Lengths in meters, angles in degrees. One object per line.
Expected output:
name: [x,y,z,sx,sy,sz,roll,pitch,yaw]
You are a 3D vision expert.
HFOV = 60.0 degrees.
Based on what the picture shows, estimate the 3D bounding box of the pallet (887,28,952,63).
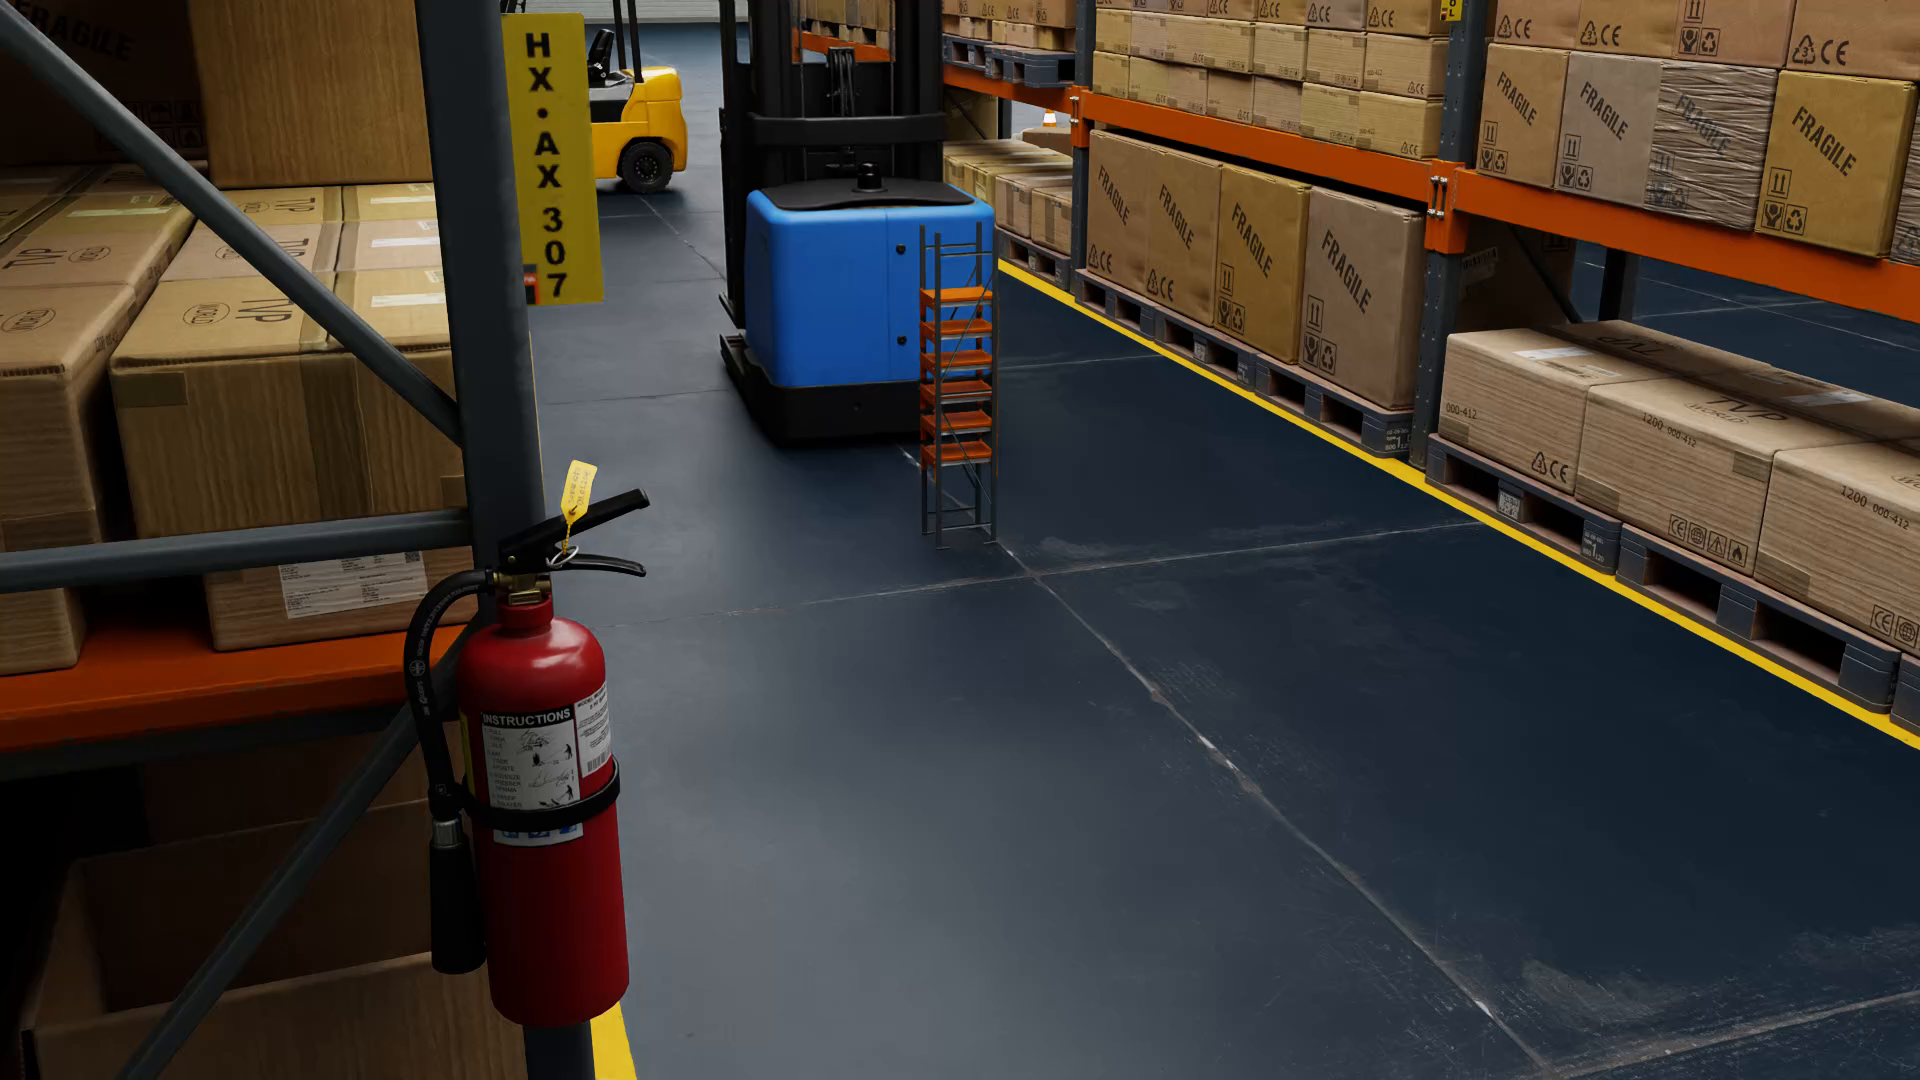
pallet: [0.058,-3.993,13.381,1.003,0.211,1.213,-6,21,-17]

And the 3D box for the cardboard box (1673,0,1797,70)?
cardboard box: [2.693,-1.788,5.330,0.500,0.500,0.500,-6,21,-16]

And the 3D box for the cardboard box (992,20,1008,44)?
cardboard box: [0.441,-3.543,11.594,0.380,0.149,0.250,-6,21,-16]

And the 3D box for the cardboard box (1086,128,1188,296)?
cardboard box: [1.352,-2.028,10.147,0.875,0.875,0.875,-7,21,-18]

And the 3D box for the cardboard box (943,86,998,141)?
cardboard box: [0.027,-3.819,14.948,0.500,0.500,0.500,-5,20,-15]

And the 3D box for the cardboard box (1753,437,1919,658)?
cardboard box: [3.130,0.021,5.090,0.875,0.438,0.875,-6,21,-16]

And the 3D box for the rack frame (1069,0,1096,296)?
rack frame: [1.213,-3.061,10.501,1.000,3.000,0.127,-6,21,-17]

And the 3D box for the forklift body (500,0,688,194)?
forklift body: [-3.684,-4.285,15.165,2.313,2.155,1.214,-6,21,-17]

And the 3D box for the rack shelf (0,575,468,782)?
rack shelf: [-1.612,-0.268,3.790,1.077,0.370,4.000,-6,21,-17]

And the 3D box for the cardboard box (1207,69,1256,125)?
cardboard box: [1.624,-2.317,8.650,0.500,0.250,0.500,-6,21,-17]

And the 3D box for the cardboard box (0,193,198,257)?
cardboard box: [-1.692,-0.479,3.094,0.500,0.250,0.500,-6,21,-15]

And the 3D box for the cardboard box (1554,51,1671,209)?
cardboard box: [2.524,-1.484,5.962,0.500,0.500,0.500,-6,21,-17]

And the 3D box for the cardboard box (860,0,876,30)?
cardboard box: [-0.588,-4.812,14.788,0.500,0.500,0.500,-6,21,-15]

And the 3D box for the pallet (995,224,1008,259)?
pallet: [0.589,-2.390,12.759,1.003,0.211,1.213,-6,21,-17]

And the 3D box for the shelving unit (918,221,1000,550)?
shelving unit: [-0.005,-0.569,6.227,0.258,1.200,0.189,-6,21,-17]

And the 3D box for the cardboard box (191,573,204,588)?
cardboard box: [-0.950,-0.058,2.512,0.380,0.149,0.250,-6,21,-16]

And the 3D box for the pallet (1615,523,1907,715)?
pallet: [3.022,0.180,5.604,1.003,0.211,1.213,-6,21,-17]

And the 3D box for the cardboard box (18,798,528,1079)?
cardboard box: [-1.085,0.806,2.807,0.797,0.503,0.637,-7,21,-19]

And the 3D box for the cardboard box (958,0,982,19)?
cardboard box: [0.303,-4.064,12.084,0.500,0.500,0.500,-7,21,-19]

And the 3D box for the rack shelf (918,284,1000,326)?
rack shelf: [-0.005,-0.866,6.120,0.258,0.103,0.180,-6,21,-17]

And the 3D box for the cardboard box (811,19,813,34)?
cardboard box: [-1.292,-5.206,16.843,0.380,0.149,0.250,-7,21,-19]

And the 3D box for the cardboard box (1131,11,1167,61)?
cardboard box: [1.300,-2.871,9.454,0.500,0.250,0.500,-6,21,-16]

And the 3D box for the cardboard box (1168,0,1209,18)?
cardboard box: [1.449,-3.068,8.895,0.500,0.500,0.500,-6,21,-16]

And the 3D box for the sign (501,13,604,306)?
sign: [-0.468,-0.430,1.896,0.100,0.325,0.005,-6,21,-17]

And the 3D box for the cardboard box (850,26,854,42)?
cardboard box: [-0.809,-4.708,15.458,0.380,0.149,0.250,-7,21,-18]

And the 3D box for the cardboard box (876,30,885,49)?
cardboard box: [-0.519,-4.376,14.535,0.380,0.149,0.250,-6,21,-16]

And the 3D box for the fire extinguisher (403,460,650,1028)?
fire extinguisher: [-0.498,0.245,1.963,0.296,0.674,0.183,-6,21,-17]

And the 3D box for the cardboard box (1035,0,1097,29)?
cardboard box: [0.806,-3.562,10.686,0.500,0.500,0.500,-7,21,-19]

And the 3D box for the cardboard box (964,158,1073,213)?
cardboard box: [0.573,-2.684,12.718,0.950,0.372,0.625,-6,21,-15]

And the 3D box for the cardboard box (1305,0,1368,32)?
cardboard box: [1.922,-2.577,7.526,0.500,0.500,0.500,-6,21,-16]

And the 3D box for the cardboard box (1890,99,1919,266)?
cardboard box: [3.010,-0.994,4.598,0.500,0.500,0.500,-6,21,-16]

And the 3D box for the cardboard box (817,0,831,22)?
cardboard box: [-1.088,-5.304,16.159,0.500,0.500,0.500,-7,21,-18]

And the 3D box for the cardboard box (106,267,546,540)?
cardboard box: [-0.870,-0.209,2.342,0.500,0.250,0.500,-6,21,-17]

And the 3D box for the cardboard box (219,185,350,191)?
cardboard box: [-1.372,-0.694,3.694,0.500,0.250,0.500,-7,21,-19]

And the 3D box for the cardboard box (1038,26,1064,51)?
cardboard box: [0.734,-3.299,10.913,0.380,0.149,0.250,-6,21,-16]

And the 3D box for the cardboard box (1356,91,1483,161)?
cardboard box: [2.090,-1.824,7.278,0.500,0.250,0.500,-7,21,-18]

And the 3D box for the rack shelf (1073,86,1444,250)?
rack shelf: [1.842,-2.080,8.835,1.077,0.370,4.000,-6,21,-17]

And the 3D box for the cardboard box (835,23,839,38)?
cardboard box: [-1.002,-4.961,16.163,0.380,0.149,0.250,-6,21,-15]

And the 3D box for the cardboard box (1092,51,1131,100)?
cardboard box: [1.128,-2.806,10.014,0.500,0.250,0.500,-7,21,-18]

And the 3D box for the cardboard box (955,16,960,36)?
cardboard box: [0.179,-3.882,12.539,0.380,0.149,0.250,-6,21,-17]

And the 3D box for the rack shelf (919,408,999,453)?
rack shelf: [-0.005,-0.415,6.282,0.258,0.103,0.180,-6,21,-17]

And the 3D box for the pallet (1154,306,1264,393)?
pallet: [1.769,-1.097,9.157,1.003,0.211,1.213,-6,21,-17]

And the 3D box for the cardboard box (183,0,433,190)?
cardboard box: [-1.342,-1.043,3.555,0.500,0.500,0.500,-6,21,-16]

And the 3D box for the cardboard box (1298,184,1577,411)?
cardboard box: [2.200,-1.165,7.745,0.875,0.875,0.875,-6,21,-16]

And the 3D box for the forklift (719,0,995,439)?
forklift: [-0.686,-2.294,8.468,1.130,2.935,3.031,-5,20,-13]

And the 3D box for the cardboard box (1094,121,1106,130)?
cardboard box: [1.654,-4.158,17.250,0.637,0.503,0.797,12,23,30]

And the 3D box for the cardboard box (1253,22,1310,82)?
cardboard box: [1.768,-2.383,8.095,0.500,0.250,0.500,-6,21,-16]
